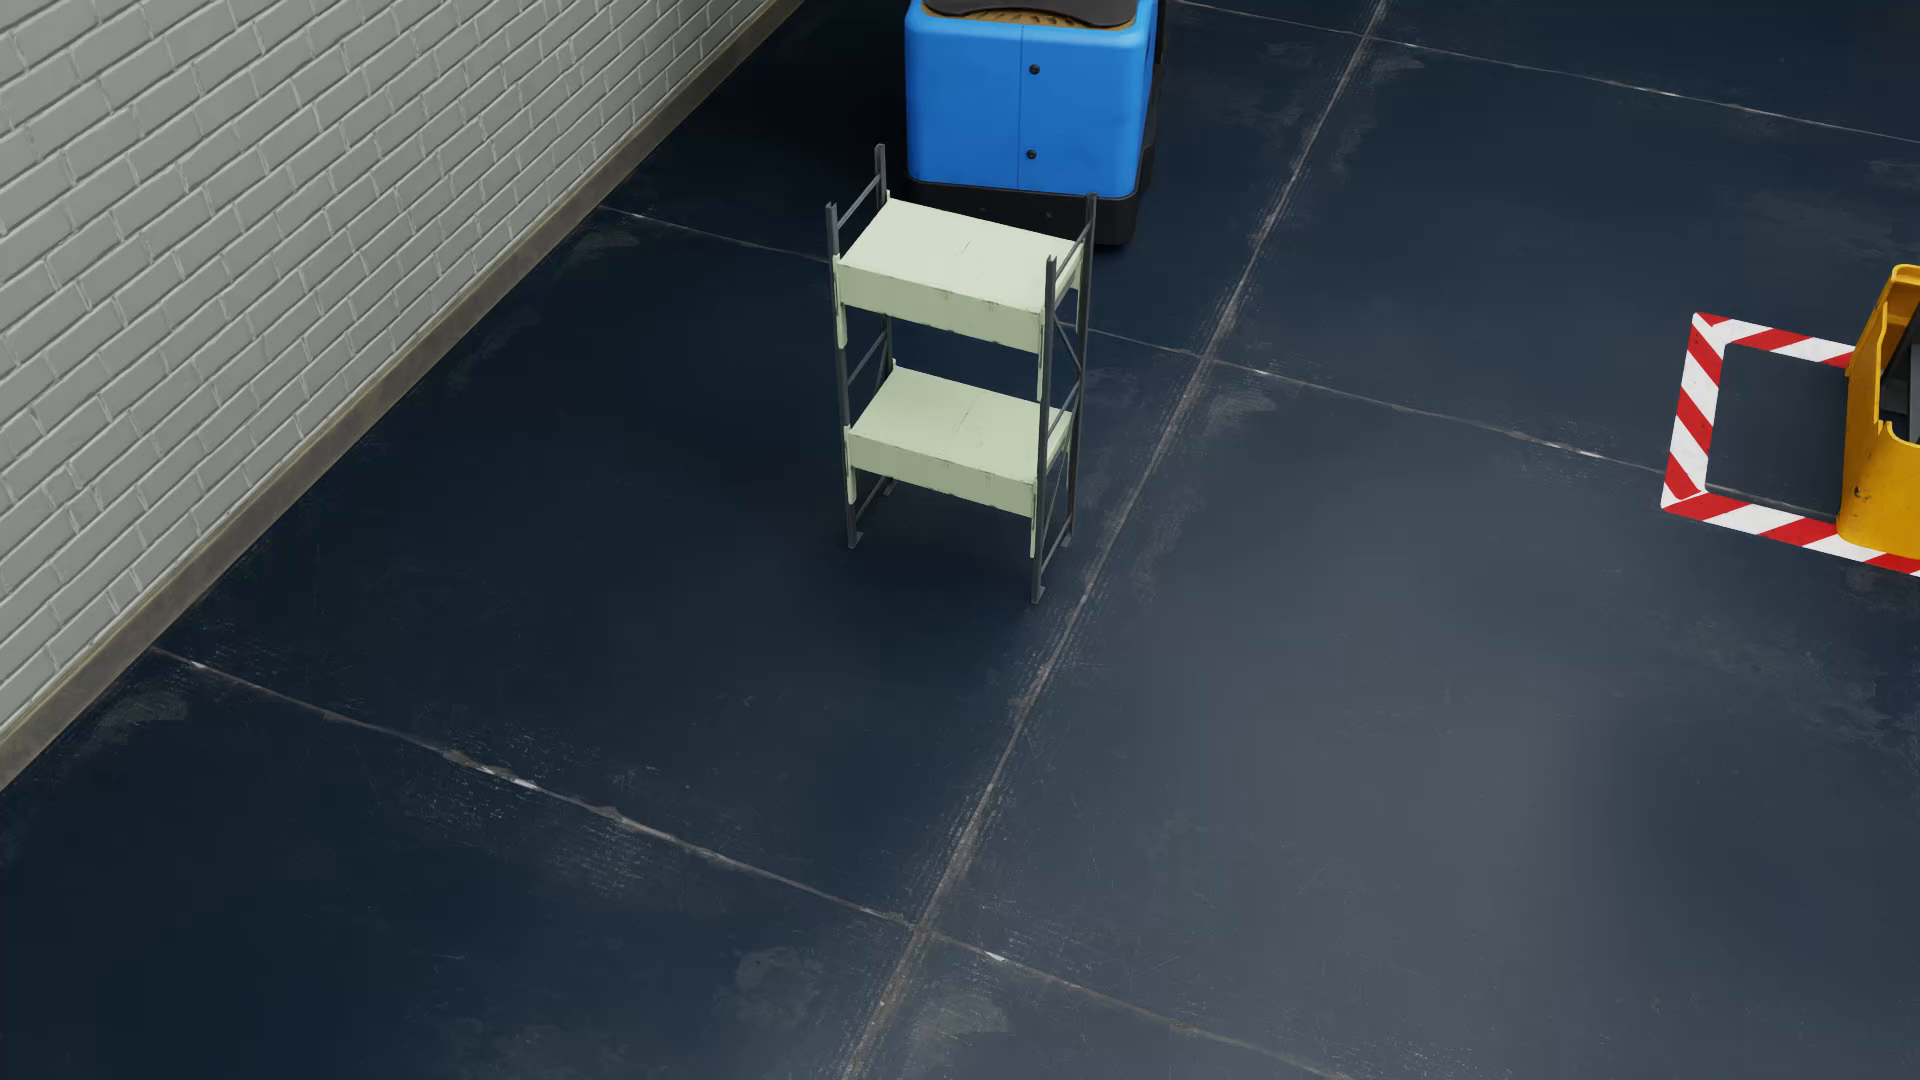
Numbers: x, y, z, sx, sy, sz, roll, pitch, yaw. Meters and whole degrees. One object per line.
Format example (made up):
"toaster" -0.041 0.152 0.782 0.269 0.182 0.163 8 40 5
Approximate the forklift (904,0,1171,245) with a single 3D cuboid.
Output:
"forklift" 0.496 -3.415 7.605 1.130 2.935 3.031 7 45 7

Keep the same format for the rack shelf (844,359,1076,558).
"rack shelf" 0.006 -0.299 5.949 0.720 0.370 0.431 16 47 16

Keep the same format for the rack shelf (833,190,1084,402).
"rack shelf" 0.006 -0.807 5.444 0.720 0.370 0.431 16 47 16

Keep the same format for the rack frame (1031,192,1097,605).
"rack frame" 0.344 -0.430 5.619 0.023 1.500 0.400 16 47 16

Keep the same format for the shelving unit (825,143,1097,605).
"shelving unit" 0.006 -0.530 5.719 0.755 1.500 0.431 16 47 16

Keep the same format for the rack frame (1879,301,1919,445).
"rack frame" 3.696 -1.393 5.523 0.127 3.000 1.000 16 47 16

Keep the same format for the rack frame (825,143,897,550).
"rack frame" -0.332 -0.629 5.819 0.023 1.500 0.400 16 47 16

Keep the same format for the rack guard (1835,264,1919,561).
"rack guard" 3.674 -0.513 6.411 0.348 0.500 1.175 16 47 16
